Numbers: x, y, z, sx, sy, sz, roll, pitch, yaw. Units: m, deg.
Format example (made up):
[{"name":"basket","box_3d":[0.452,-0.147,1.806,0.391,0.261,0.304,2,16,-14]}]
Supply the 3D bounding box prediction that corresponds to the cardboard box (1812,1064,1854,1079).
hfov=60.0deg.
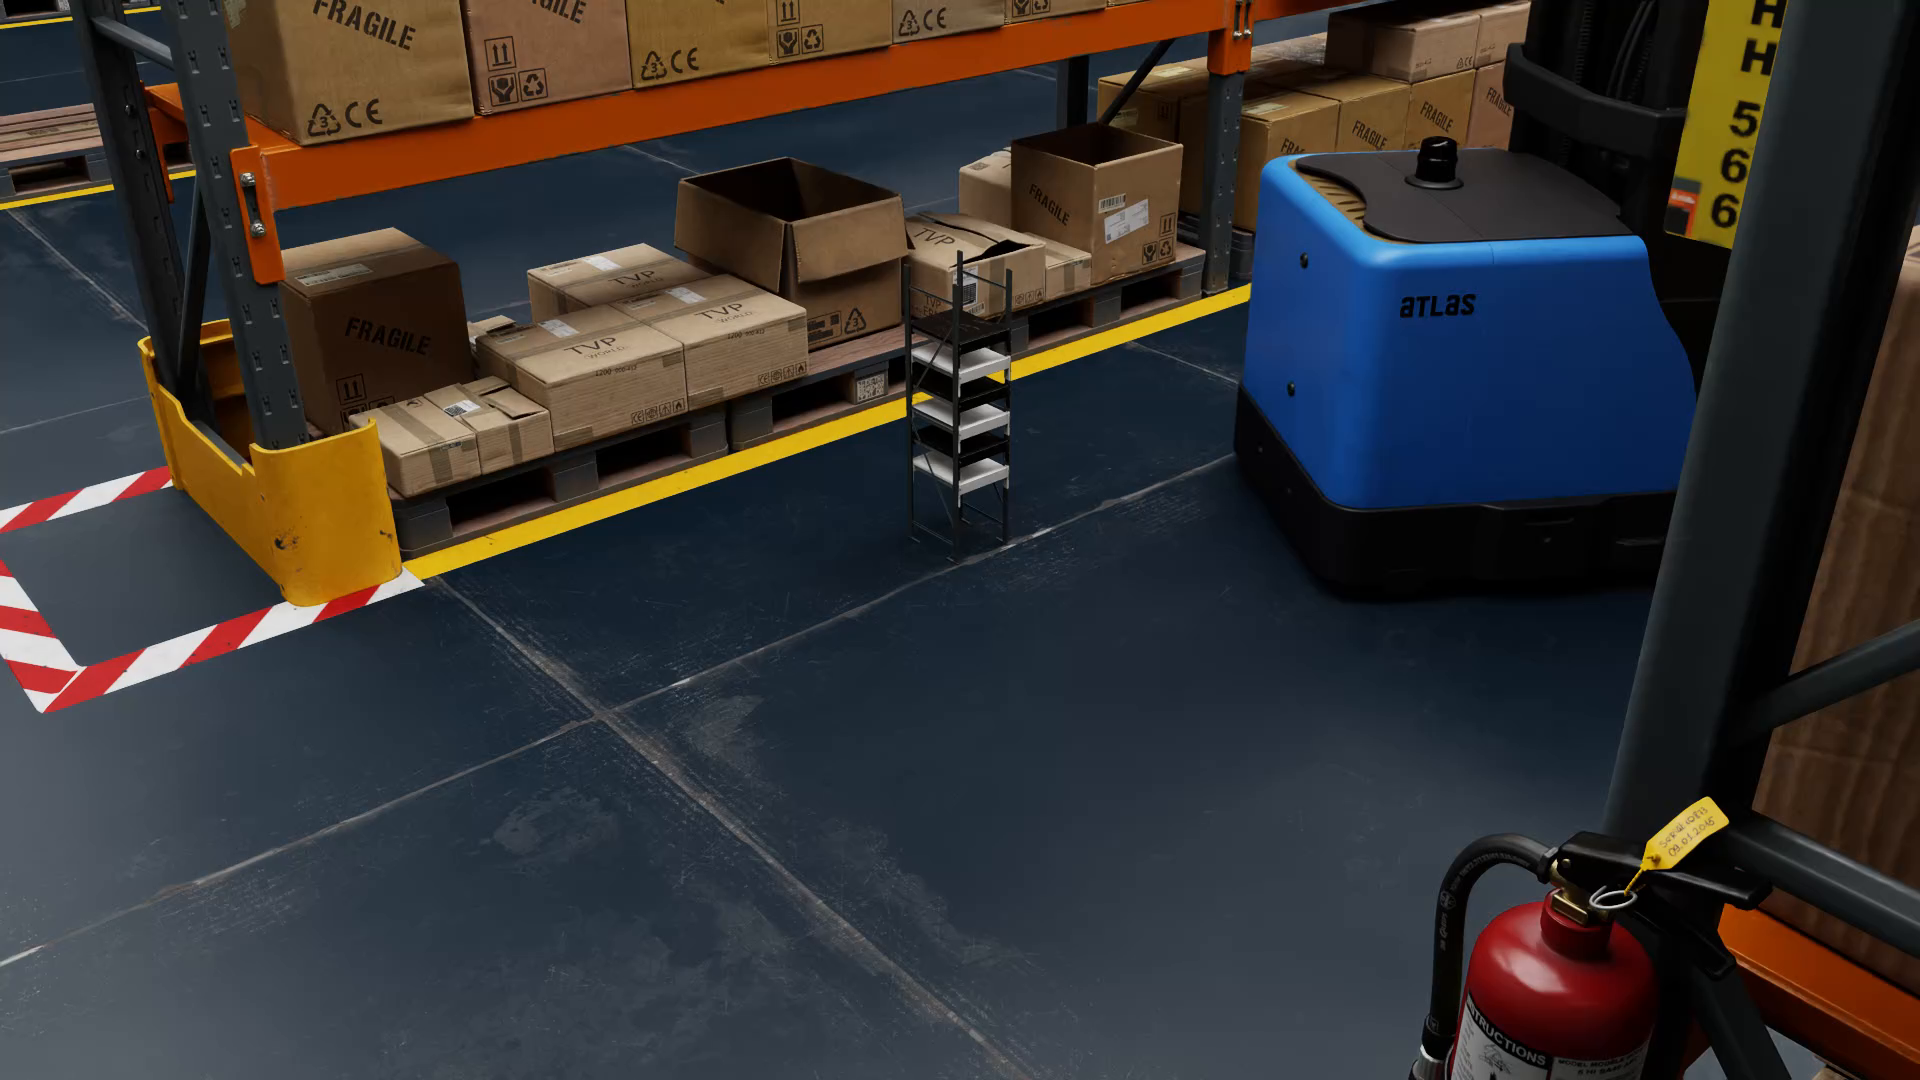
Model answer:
[{"name":"cardboard box","box_3d":[1.447,1.090,2.234,0.500,0.500,0.700,-22,35,-35]}]

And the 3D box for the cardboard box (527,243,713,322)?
[{"name":"cardboard box","box_3d":[-1.243,-0.868,6.142,0.500,0.250,0.500,-22,35,-35]}]

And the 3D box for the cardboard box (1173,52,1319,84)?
[{"name":"cardboard box","box_3d":[1.375,-2.069,8.125,0.500,0.500,0.500,-22,35,-35]}]

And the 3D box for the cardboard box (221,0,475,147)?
[{"name":"cardboard box","box_3d":[-1.730,-1.438,4.651,0.500,0.500,0.500,-21,35,-34]}]

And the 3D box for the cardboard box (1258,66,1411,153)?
[{"name":"cardboard box","box_3d":[1.729,-1.895,7.799,0.500,0.500,0.500,-21,35,-34]}]

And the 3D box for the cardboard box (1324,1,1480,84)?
[{"name":"cardboard box","box_3d":[2.091,-2.365,7.882,0.500,0.250,0.500,-22,35,-35]}]

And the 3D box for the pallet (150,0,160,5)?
[{"name":"pallet","box_3d":[-6.252,-4.695,13.811,1.213,0.211,1.003,-22,35,-35]}]

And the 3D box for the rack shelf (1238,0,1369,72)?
[{"name":"rack shelf","box_3d":[2.326,-2.870,8.202,4.000,0.370,1.077,-22,35,-35]}]

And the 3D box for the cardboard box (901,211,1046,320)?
[{"name":"cardboard box","box_3d":[-0.016,-1.079,6.472,0.500,0.311,0.500,-22,35,-35]}]

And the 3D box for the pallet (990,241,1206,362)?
[{"name":"pallet","box_3d":[0.281,-1.136,7.152,1.213,0.211,1.003,-22,35,-35]}]

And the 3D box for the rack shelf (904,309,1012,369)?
[{"name":"rack shelf","box_3d":[-0.006,-0.603,4.922,0.200,0.077,0.258,-22,35,-35]}]

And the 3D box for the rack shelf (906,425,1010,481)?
[{"name":"rack shelf","box_3d":[-0.006,-0.286,5.091,0.200,0.077,0.258,-22,35,-35]}]

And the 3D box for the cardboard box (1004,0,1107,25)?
[{"name":"cardboard box","box_3d":[0.199,-2.217,6.110,0.500,0.500,0.500,-21,34,-34]}]

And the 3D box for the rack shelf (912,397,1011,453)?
[{"name":"rack shelf","box_3d":[-0.006,-0.365,5.049,0.200,0.077,0.258,-22,35,-35]}]

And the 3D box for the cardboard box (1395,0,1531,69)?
[{"name":"cardboard box","box_3d":[2.472,-2.518,8.170,0.500,0.250,0.500,-23,36,-36]}]

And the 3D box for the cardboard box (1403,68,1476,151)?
[{"name":"cardboard box","box_3d":[2.114,-2.045,8.080,0.500,0.500,0.500,-21,35,-34]}]

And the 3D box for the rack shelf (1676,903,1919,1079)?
[{"name":"rack shelf","box_3d":[2.501,0.128,2.591,4.000,0.370,1.077,-22,35,-35]}]

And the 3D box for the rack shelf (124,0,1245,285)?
[{"name":"rack shelf","box_3d":[-0.717,-1.647,5.912,4.000,0.370,1.077,-22,35,-35]}]

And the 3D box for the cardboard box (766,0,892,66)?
[{"name":"cardboard box","box_3d":[-0.576,-1.902,5.521,0.500,0.500,0.500,-21,35,-34]}]

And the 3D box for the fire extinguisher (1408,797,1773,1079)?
[{"name":"fire extinguisher","box_3d":[0.565,0.502,1.606,0.183,0.674,0.296,-22,35,-35]}]

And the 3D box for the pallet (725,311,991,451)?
[{"name":"pallet","box_3d":[-0.648,-0.761,6.450,1.213,0.211,1.003,-22,35,-35]}]

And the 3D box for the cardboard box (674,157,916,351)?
[{"name":"cardboard box","box_3d":[-0.622,-1.092,6.293,0.637,0.503,0.797,-22,35,-35]}]

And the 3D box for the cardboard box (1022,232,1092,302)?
[{"name":"cardboard box","box_3d":[0.308,-1.100,6.684,0.250,0.149,0.380,-22,35,-35]}]

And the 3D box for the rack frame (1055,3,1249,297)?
[{"name":"rack frame","box_3d":[0.804,-2.576,6.888,0.127,3.000,1.000,-22,35,-35]}]

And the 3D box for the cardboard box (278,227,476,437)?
[{"name":"cardboard box","box_3d":[-1.985,-0.698,5.560,0.500,0.500,0.500,-22,35,-35]}]

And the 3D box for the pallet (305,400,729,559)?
[{"name":"pallet","box_3d":[-1.575,-0.390,5.756,1.213,0.211,1.003,-22,35,-35]}]

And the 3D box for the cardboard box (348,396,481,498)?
[{"name":"cardboard box","box_3d":[-1.697,-0.294,5.175,0.250,0.149,0.380,-22,35,-35]}]

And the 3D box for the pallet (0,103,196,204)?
[{"name":"pallet","box_3d":[-4.799,-2.138,9.027,1.213,0.211,1.003,-22,35,-35]}]

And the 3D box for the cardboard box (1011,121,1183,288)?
[{"name":"cardboard box","box_3d":[0.555,-1.391,6.857,0.500,0.500,0.500,-22,35,-35]}]

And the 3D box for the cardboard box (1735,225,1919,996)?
[{"name":"cardboard box","box_3d":[1.361,0.131,1.504,0.700,0.700,0.980,-20,34,-33]}]

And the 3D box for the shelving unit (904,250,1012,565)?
[{"name":"shelving unit","box_3d":[-0.006,-0.394,5.033,0.210,0.900,0.258,-22,35,-35]}]

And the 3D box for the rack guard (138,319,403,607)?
[{"name":"rack guard","box_3d":[-2.181,-0.273,5.230,0.348,0.500,1.175,-22,35,-35]}]

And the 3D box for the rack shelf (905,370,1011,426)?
[{"name":"rack shelf","box_3d":[-0.006,-0.444,5.007,0.200,0.077,0.258,-22,35,-35]}]

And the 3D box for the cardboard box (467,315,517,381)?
[{"name":"cardboard box","box_3d":[-1.619,-0.643,5.810,0.250,0.166,0.380,-22,35,-35]}]

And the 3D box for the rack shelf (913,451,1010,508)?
[{"name":"rack shelf","box_3d":[-0.006,-0.206,5.134,0.200,0.077,0.258,-22,35,-35]}]

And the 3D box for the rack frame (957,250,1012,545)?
[{"name":"rack frame","box_3d":[0.071,-0.426,5.091,0.006,0.900,0.240,-22,35,-35]}]

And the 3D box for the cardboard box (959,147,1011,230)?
[{"name":"cardboard box","box_3d":[0.344,-1.533,7.322,0.500,0.311,0.500,-22,35,-35]}]

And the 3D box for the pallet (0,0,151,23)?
[{"name":"pallet","box_3d":[-7.181,-4.319,13.109,1.213,0.211,1.003,-22,35,-35]}]

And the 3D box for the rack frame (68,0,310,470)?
[{"name":"rack frame","box_3d":[-2.239,-1.352,4.598,0.127,3.000,1.000,-22,35,-35]}]

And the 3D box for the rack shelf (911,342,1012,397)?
[{"name":"rack shelf","box_3d":[-0.006,-0.524,4.964,0.200,0.077,0.258,-22,35,-35]}]

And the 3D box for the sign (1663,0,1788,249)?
[{"name":"sign","box_3d":[0.637,-0.391,1.320,0.005,0.325,0.100,-22,35,-35]}]

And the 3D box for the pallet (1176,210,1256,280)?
[{"name":"pallet","box_3d":[1.398,-1.608,8.036,1.213,0.211,1.003,-22,35,-35]}]

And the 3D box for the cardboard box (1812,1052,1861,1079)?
[{"name":"cardboard box","box_3d":[1.426,0.699,2.277,0.250,0.149,0.380,-22,35,-35]}]

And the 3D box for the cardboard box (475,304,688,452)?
[{"name":"cardboard box","box_3d":[-1.261,-0.551,5.549,0.500,0.250,0.500,-22,35,-35]}]

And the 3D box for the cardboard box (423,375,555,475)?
[{"name":"cardboard box","box_3d":[-1.507,-0.378,5.314,0.250,0.166,0.380,-22,35,-35]}]

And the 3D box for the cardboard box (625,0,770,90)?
[{"name":"cardboard box","box_3d":[-0.958,-1.750,5.236,0.500,0.500,0.500,-22,35,-35]}]

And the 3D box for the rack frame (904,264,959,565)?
[{"name":"rack frame","box_3d":[-0.084,-0.363,4.975,0.006,0.900,0.240,-22,35,-35]}]

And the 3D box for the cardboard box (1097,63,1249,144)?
[{"name":"cardboard box","box_3d":[0.993,-1.921,7.848,0.500,0.500,0.500,-22,35,-35]}]

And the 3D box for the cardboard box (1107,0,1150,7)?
[{"name":"cardboard box","box_3d":[0.590,-2.375,6.406,0.500,0.500,0.500,-21,35,-34]}]

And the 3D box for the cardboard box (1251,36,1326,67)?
[{"name":"cardboard box","box_3d":[1.757,-2.223,8.412,0.500,0.500,0.500,-21,35,-34]}]

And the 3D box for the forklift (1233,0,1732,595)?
[{"name":"forklift","box_3d":[2.492,-1.433,4.822,3.031,2.935,1.130,-4,28,-7]}]

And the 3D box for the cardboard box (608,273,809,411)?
[{"name":"cardboard box","box_3d":[-0.880,-0.704,5.836,0.500,0.250,0.500,-22,35,-35]}]

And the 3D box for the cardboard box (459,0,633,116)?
[{"name":"cardboard box","box_3d":[-1.341,-1.597,4.950,0.500,0.500,0.500,-22,35,-35]}]

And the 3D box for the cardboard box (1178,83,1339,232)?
[{"name":"cardboard box","box_3d":[1.330,-1.728,7.486,0.500,0.500,0.500,-24,36,-37]}]

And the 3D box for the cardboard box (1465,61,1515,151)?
[{"name":"cardboard box","box_3d":[2.499,-2.200,8.369,0.500,0.500,0.500,-23,36,-37]}]

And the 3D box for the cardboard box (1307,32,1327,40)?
[{"name":"cardboard box","box_3d":[2.142,-2.379,8.705,0.500,0.500,0.500,-23,36,-37]}]

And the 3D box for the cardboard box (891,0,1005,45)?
[{"name":"cardboard box","box_3d":[-0.190,-2.059,5.814,0.500,0.500,0.500,-21,35,-34]}]
